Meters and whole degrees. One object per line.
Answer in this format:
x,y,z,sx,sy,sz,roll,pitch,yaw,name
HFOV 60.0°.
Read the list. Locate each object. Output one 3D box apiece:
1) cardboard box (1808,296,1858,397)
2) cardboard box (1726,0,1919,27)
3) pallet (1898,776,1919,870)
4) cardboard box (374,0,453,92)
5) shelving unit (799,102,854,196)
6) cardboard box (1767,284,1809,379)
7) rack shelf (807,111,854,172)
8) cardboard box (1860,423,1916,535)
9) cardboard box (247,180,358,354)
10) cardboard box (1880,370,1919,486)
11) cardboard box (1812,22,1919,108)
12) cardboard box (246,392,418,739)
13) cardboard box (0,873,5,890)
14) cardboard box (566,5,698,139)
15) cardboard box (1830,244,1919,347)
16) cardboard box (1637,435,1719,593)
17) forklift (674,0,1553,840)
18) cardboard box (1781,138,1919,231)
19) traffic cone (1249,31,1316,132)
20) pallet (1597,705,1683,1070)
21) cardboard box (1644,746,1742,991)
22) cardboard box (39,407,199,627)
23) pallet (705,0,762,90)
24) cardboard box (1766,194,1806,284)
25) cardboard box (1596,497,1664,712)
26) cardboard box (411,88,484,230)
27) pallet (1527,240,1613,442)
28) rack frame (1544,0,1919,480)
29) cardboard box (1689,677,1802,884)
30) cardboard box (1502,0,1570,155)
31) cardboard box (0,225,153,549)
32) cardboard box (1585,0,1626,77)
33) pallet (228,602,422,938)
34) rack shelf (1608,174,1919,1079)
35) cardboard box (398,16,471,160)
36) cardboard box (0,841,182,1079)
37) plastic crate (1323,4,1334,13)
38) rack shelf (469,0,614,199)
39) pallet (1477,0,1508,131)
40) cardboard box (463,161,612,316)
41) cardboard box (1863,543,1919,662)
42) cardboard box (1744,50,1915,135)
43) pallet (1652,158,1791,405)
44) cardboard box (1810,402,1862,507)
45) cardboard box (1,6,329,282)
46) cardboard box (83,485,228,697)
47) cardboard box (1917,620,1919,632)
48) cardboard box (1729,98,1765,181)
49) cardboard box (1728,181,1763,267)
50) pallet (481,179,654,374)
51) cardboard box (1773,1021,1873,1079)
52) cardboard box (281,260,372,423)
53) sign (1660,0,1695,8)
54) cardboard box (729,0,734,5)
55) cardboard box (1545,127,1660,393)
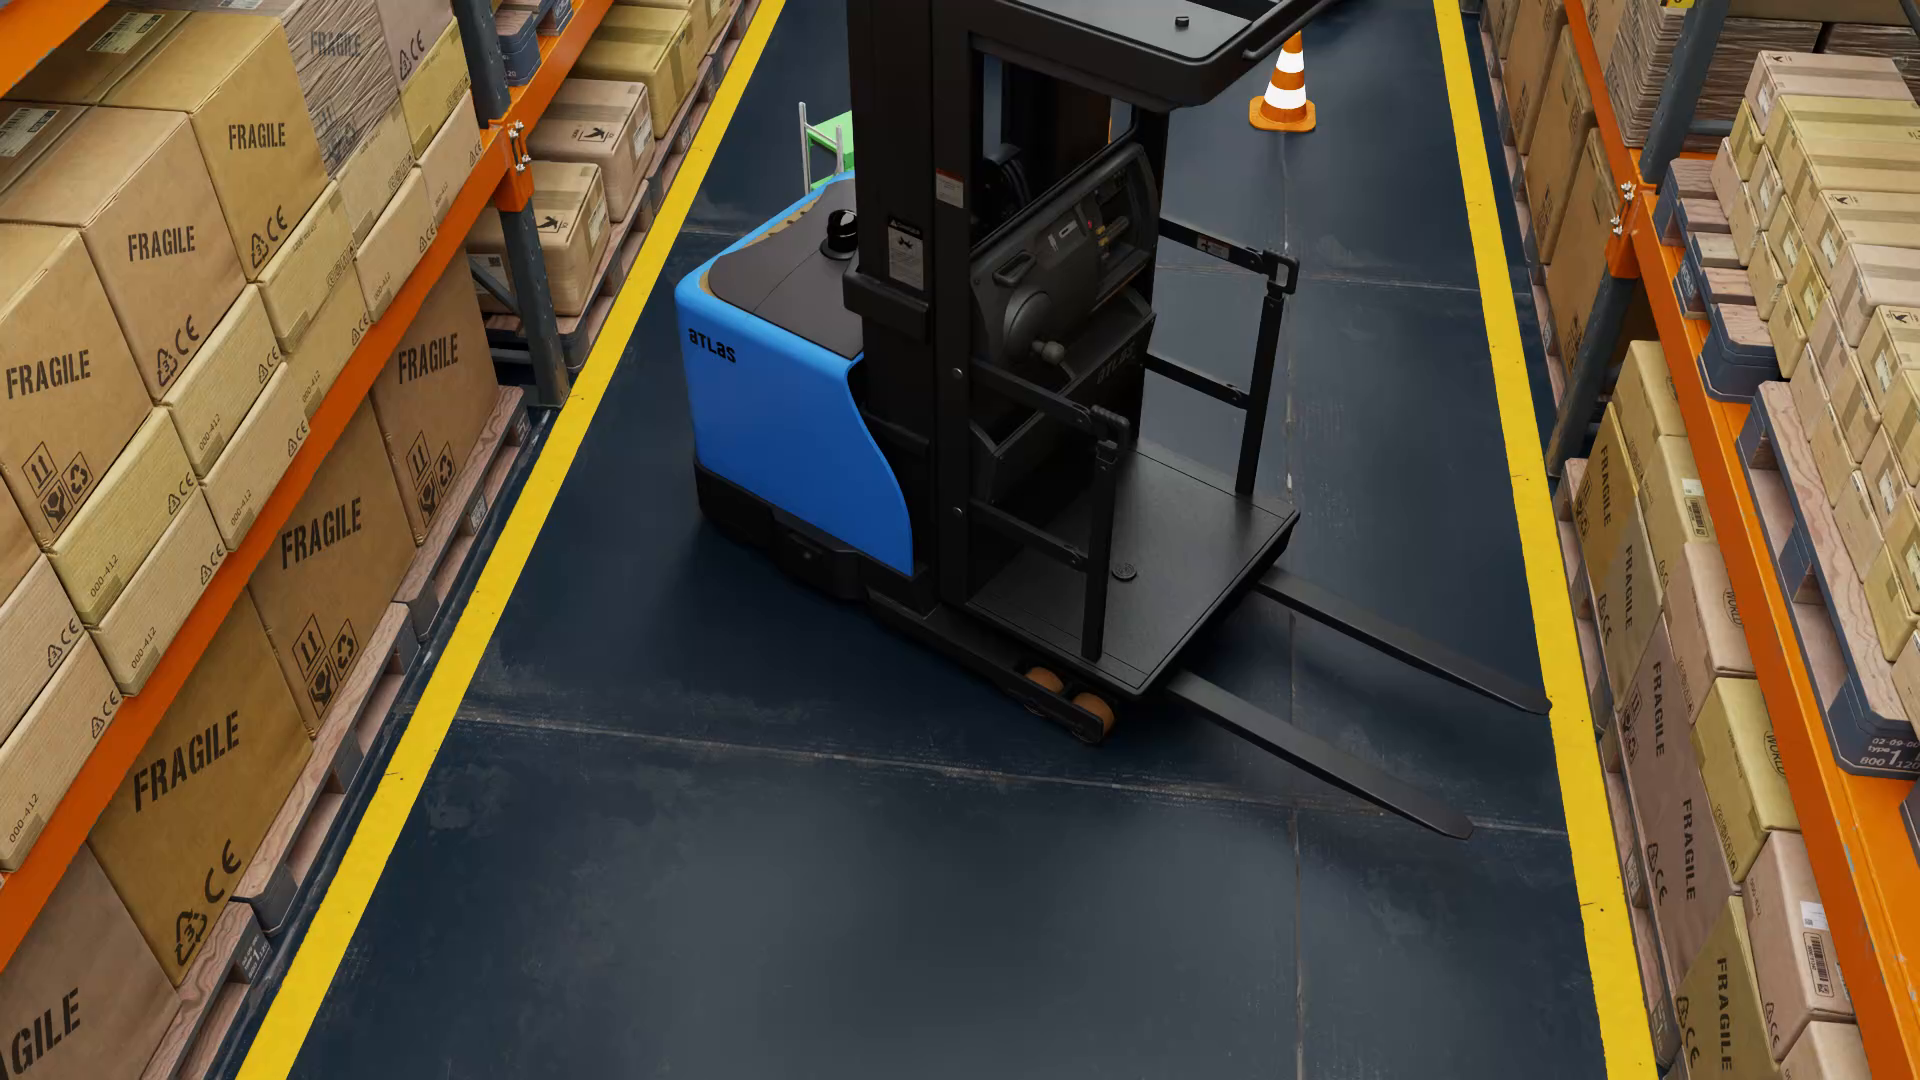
2.408,-0.476,4.232,0.380,0.149,0.250,5,44,6,cardboard box
2.873,-2.031,5.414,0.700,0.500,0.500,5,44,5,cardboard box
2.520,0.961,3.193,1.003,0.211,1.213,5,44,6,pallet
-1.926,-1.731,5.097,0.500,0.500,0.500,4,44,4,cardboard box
-0.338,-1.255,6.702,0.503,1.200,0.258,-32,52,-29,shelving unit
2.439,-0.551,4.527,0.380,0.149,0.250,7,44,7,cardboard box
-0.338,-1.557,6.416,0.480,0.148,0.258,-32,52,-29,rack shelf
2.340,-0.123,3.859,0.380,0.149,0.250,7,44,7,cardboard box
-2.040,-0.781,4.639,0.500,0.250,0.500,4,44,4,cardboard box
2.341,-0.241,3.768,0.380,0.149,0.250,5,44,5,cardboard box
3.130,-1.645,5.733,0.500,0.500,0.500,6,44,6,cardboard box
-2.412,-0.018,5.328,0.875,0.875,0.875,6,44,6,cardboard box
-2.326,0.797,3.336,0.500,0.250,0.500,4,44,5,cardboard box
-1.836,-2.310,8.114,0.950,0.372,0.625,7,44,7,cardboard box
2.411,-0.592,4.138,0.380,0.149,0.250,7,44,7,cardboard box
2.405,-0.050,5.089,0.500,0.250,0.500,5,44,5,cardboard box
0.501,-0.809,4.973,3.031,2.935,1.130,27,50,26,forklift
2.481,-0.957,4.523,0.380,0.149,0.250,5,44,5,cardboard box
1.658,-2.355,8.401,0.336,0.463,0.334,5,44,6,traffic cone
2.535,1.047,4.991,1.003,0.211,1.213,5,44,6,pallet
2.263,0.928,4.601,0.500,0.500,0.500,4,44,5,cardboard box
-2.173,-0.083,3.901,0.500,0.250,0.500,6,44,6,cardboard box
-1.689,-2.891,9.149,1.003,0.211,1.213,5,44,6,pallet
2.475,-0.818,4.593,0.380,0.149,0.250,4,44,4,cardboard box
2.394,0.230,5.338,0.500,0.500,0.500,6,44,6,cardboard box
-1.926,-1.285,5.535,0.500,0.250,0.500,4,44,4,cardboard box
2.982,-0.845,6.989,1.003,0.211,1.213,5,44,6,pallet
2.803,-1.327,5.470,1.000,3.000,0.127,5,44,6,rack frame
2.259,0.641,4.359,0.500,0.250,0.500,3,44,4,cardboard box
3.208,-2.300,7.828,1.050,0.750,0.750,5,44,6,cardboard box
-2.194,-0.346,3.634,0.500,0.500,0.500,4,44,4,cardboard box
2.664,-2.034,6.144,0.500,0.500,0.500,5,44,6,cardboard box
-2.459,0.664,5.395,1.003,0.211,1.213,5,44,6,pallet
2.539,0.297,4.278,1.077,0.370,4.000,5,44,6,rack shelf
-1.929,-1.482,5.379,0.500,0.250,0.500,5,44,5,cardboard box
-2.643,1.207,4.033,0.875,0.875,0.875,6,44,7,cardboard box
2.057,-3.290,9.547,0.450,0.188,0.662,35,53,18,plastic crate
-1.852,-2.810,7.559,1.077,0.370,4.000,5,44,6,rack shelf
3.305,-2.508,8.745,1.003,0.211,1.213,5,44,6,pallet
-2.032,-1.290,7.037,0.950,0.372,0.625,3,43,3,cardboard box
2.300,0.161,3.775,0.380,0.149,0.250,7,44,7,cardboard box
2.550,-1.304,4.890,0.380,0.149,0.250,5,44,6,cardboard box
2.815,-0.762,5.013,1.213,0.211,1.003,5,44,6,pallet
2.371,-0.198,4.155,0.380,0.149,0.250,6,44,6,cardboard box
-2.058,-1.043,4.370,0.500,0.500,0.500,5,44,6,cardboard box
-2.175,0.096,4.076,0.500,0.250,0.500,5,44,5,cardboard box
2.268,0.228,3.488,0.380,0.149,0.250,3,44,3,cardboard box
2.541,-1.185,4.981,0.380,0.149,0.250,7,44,7,cardboard box
2.509,-0.919,4.916,0.380,0.149,0.250,7,44,8,cardboard box
-2.012,-1.228,7.393,1.003,0.211,1.213,5,44,6,pallet
2.122,1.351,3.608,0.500,0.250,0.500,4,44,4,cardboard box
-2.061,-0.594,4.805,0.500,0.250,0.500,5,44,5,cardboard box
2.253,-1.796,5.123,0.100,0.325,0.005,5,44,6,sign
-1.655,-3.275,9.133,0.950,0.372,0.625,6,44,6,cardboard box
2.973,-1.069,6.528,1.050,0.750,0.750,5,44,5,cardboard box
